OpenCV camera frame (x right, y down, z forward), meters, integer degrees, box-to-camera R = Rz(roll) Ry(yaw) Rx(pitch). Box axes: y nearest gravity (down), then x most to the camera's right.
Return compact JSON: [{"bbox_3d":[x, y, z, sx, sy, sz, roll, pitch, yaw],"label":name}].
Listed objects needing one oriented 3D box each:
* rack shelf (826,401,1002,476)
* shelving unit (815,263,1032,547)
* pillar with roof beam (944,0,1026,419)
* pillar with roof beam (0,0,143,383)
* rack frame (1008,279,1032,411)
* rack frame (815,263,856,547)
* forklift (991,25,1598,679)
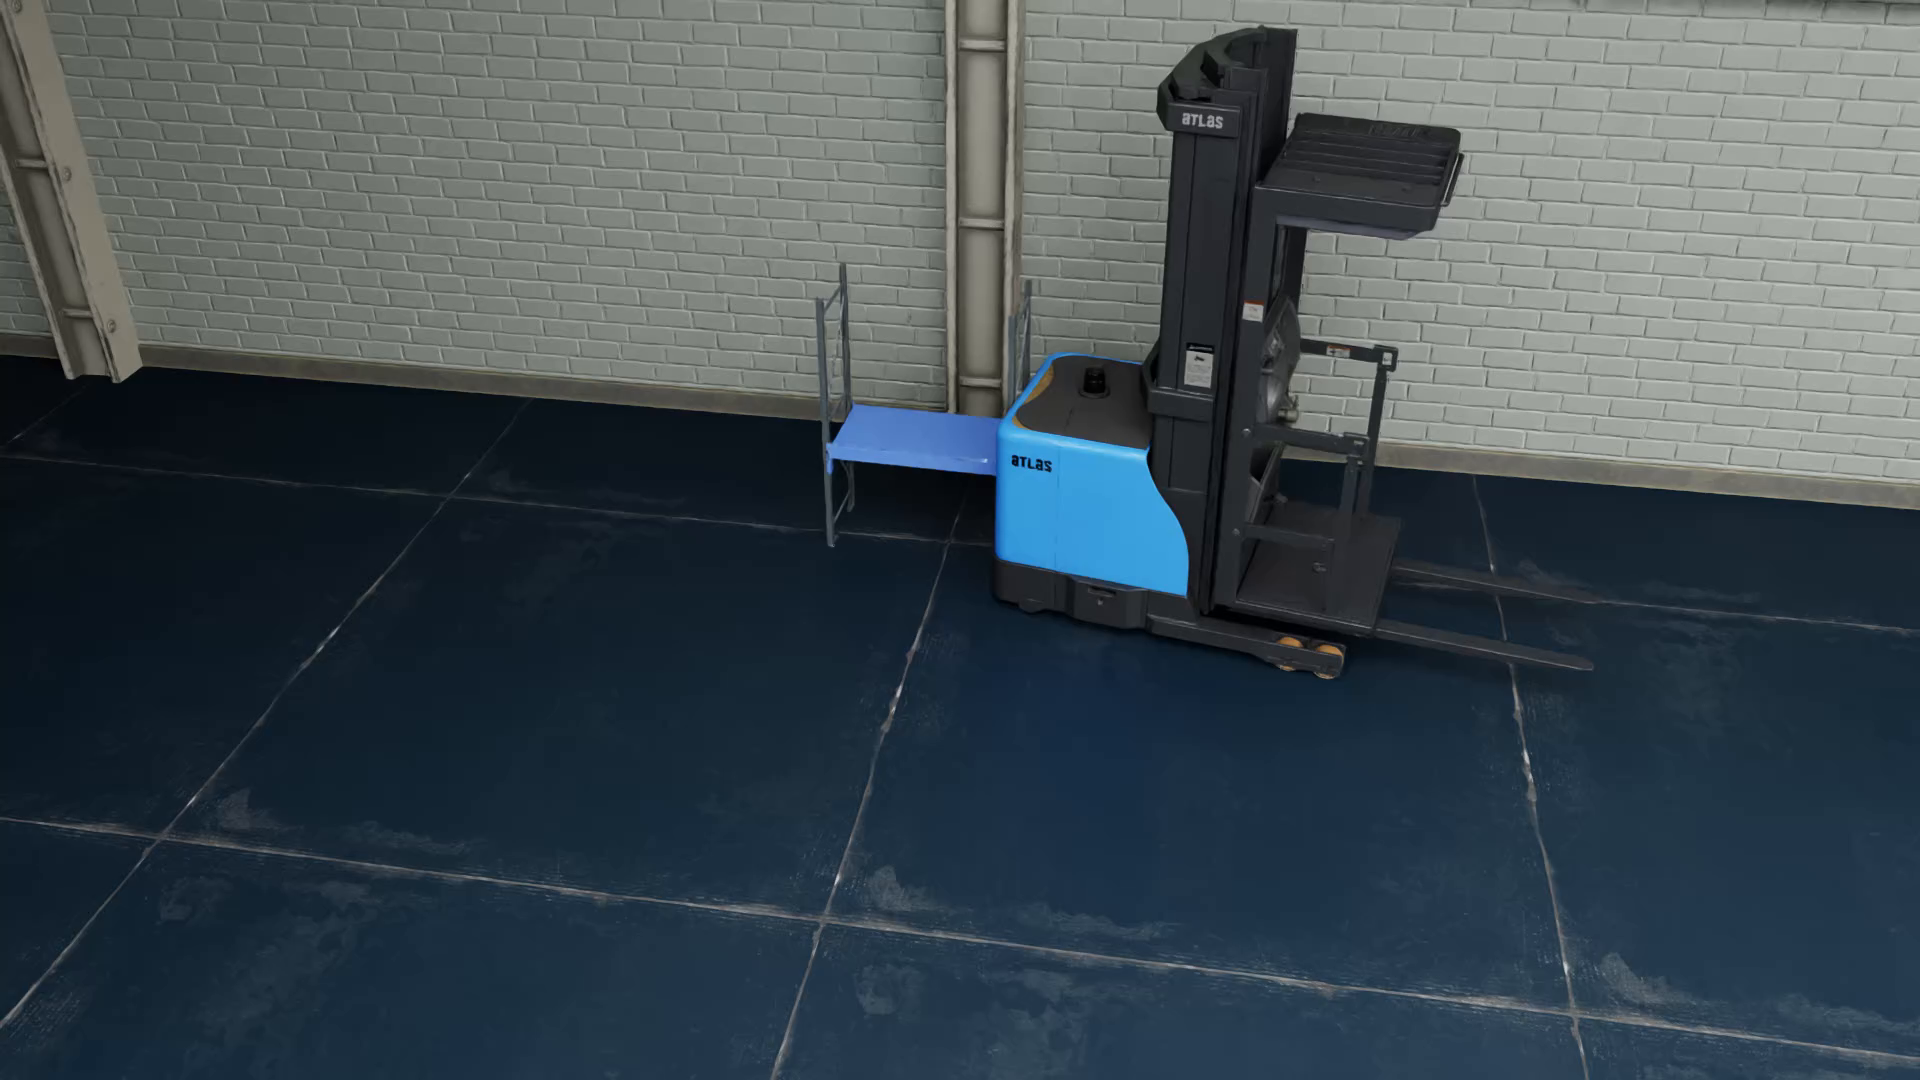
[{"bbox_3d":[-0.183,-0.521,9.181,1.000,0.185,0.538,6,33,10],"label":"rack shelf"},{"bbox_3d":[-0.183,-0.673,9.086,1.048,1.500,0.538,6,33,10],"label":"shelving unit"},{"bbox_3d":[-0.586,-2.169,4.408,0.400,9.000,9.100,5,32,8],"label":"pillar with roof beam"},{"bbox_3d":[-6.501,-2.705,5.264,0.400,9.000,9.100,5,32,8],"label":"pillar with roof beam"},{"bbox_3d":[0.314,-0.617,8.997,0.032,1.500,0.500,6,33,10],"label":"rack frame"},{"bbox_3d":[-0.680,-0.729,9.175,0.032,1.500,0.500,6,33,10],"label":"rack frame"},{"bbox_3d":[1.740,-0.868,8.048,3.031,2.935,1.130,11,34,17],"label":"forklift"}]
